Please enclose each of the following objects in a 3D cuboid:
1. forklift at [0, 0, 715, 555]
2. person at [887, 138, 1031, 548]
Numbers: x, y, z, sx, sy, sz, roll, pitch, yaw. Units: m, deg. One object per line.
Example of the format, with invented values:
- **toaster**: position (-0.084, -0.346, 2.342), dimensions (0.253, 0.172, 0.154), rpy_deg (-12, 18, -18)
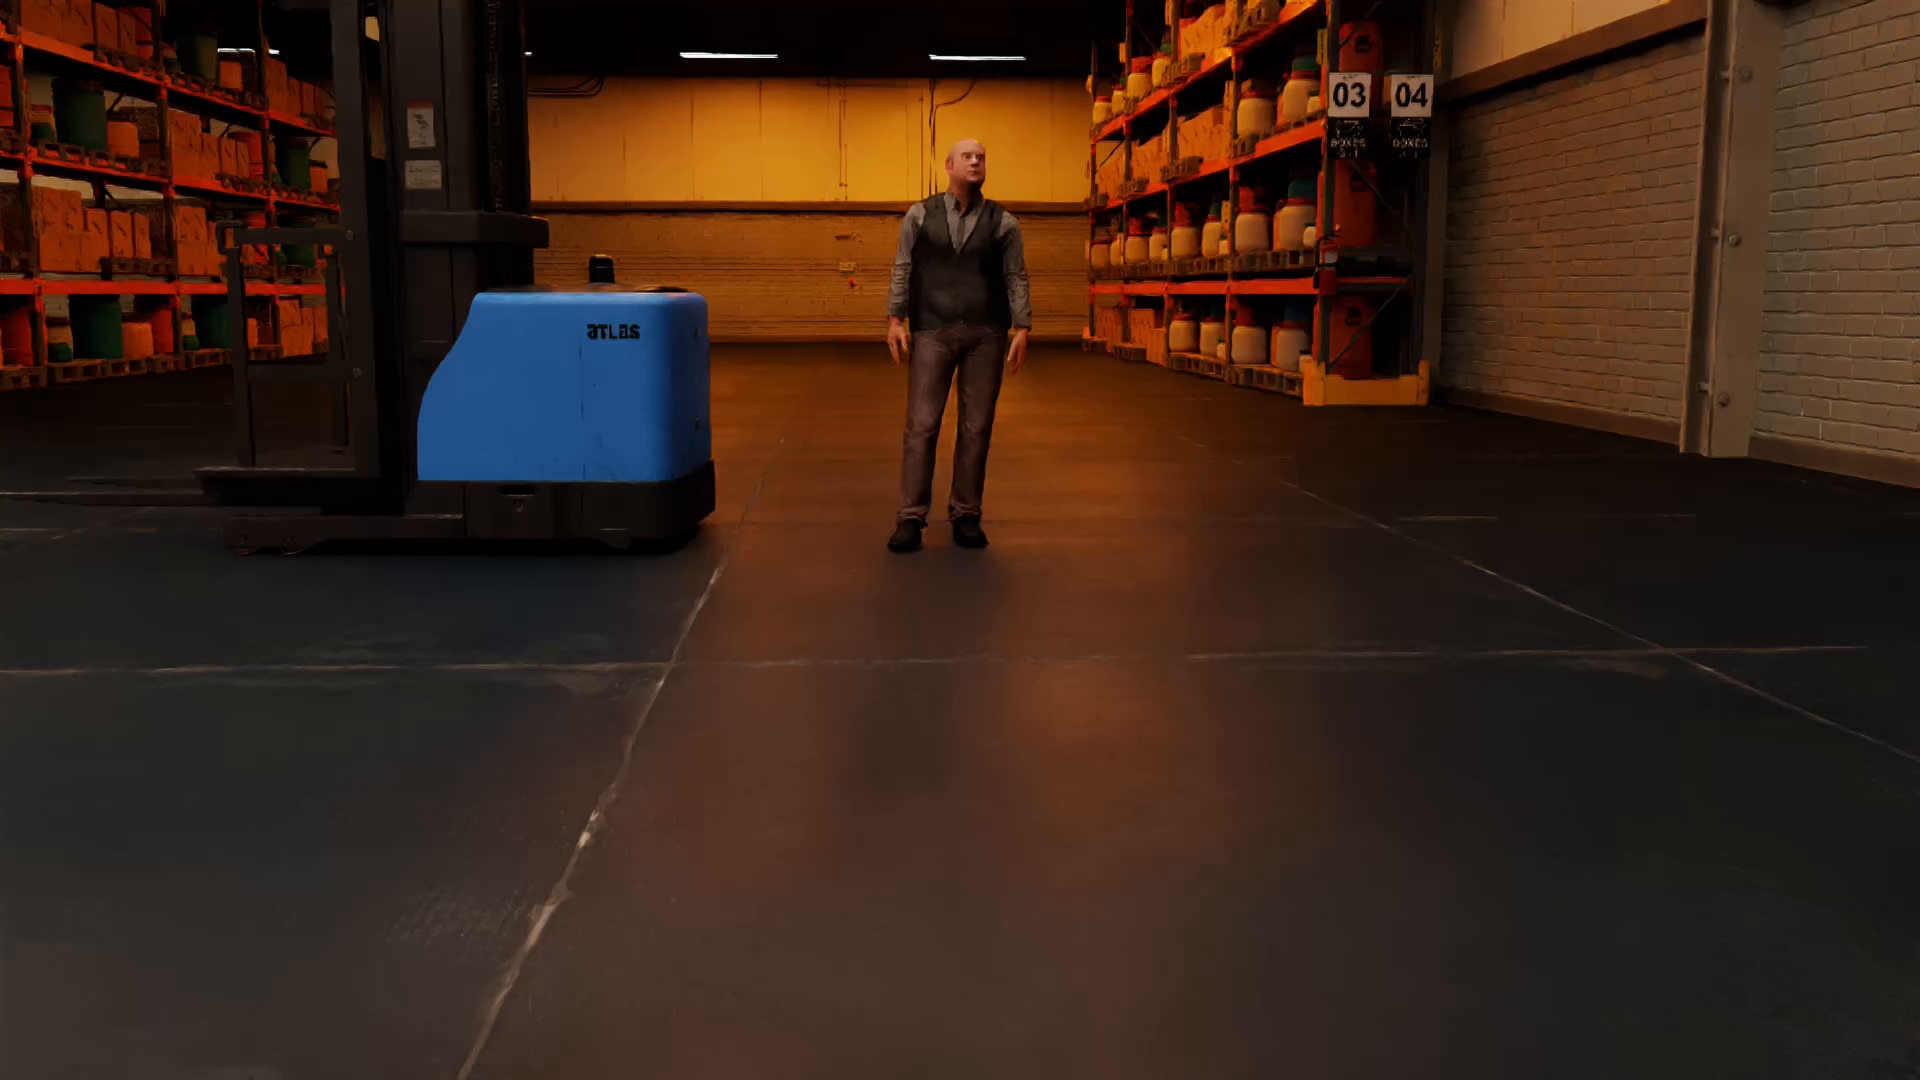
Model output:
- **forklift**: position (-2.673, -1.466, 7.207), dimensions (3.031, 2.935, 1.130), rpy_deg (0, 8, 2)
- **person**: position (-0.004, -0.849, 7.120), dimensions (0.632, 1.720, 0.567), rpy_deg (-1, 8, -4)
